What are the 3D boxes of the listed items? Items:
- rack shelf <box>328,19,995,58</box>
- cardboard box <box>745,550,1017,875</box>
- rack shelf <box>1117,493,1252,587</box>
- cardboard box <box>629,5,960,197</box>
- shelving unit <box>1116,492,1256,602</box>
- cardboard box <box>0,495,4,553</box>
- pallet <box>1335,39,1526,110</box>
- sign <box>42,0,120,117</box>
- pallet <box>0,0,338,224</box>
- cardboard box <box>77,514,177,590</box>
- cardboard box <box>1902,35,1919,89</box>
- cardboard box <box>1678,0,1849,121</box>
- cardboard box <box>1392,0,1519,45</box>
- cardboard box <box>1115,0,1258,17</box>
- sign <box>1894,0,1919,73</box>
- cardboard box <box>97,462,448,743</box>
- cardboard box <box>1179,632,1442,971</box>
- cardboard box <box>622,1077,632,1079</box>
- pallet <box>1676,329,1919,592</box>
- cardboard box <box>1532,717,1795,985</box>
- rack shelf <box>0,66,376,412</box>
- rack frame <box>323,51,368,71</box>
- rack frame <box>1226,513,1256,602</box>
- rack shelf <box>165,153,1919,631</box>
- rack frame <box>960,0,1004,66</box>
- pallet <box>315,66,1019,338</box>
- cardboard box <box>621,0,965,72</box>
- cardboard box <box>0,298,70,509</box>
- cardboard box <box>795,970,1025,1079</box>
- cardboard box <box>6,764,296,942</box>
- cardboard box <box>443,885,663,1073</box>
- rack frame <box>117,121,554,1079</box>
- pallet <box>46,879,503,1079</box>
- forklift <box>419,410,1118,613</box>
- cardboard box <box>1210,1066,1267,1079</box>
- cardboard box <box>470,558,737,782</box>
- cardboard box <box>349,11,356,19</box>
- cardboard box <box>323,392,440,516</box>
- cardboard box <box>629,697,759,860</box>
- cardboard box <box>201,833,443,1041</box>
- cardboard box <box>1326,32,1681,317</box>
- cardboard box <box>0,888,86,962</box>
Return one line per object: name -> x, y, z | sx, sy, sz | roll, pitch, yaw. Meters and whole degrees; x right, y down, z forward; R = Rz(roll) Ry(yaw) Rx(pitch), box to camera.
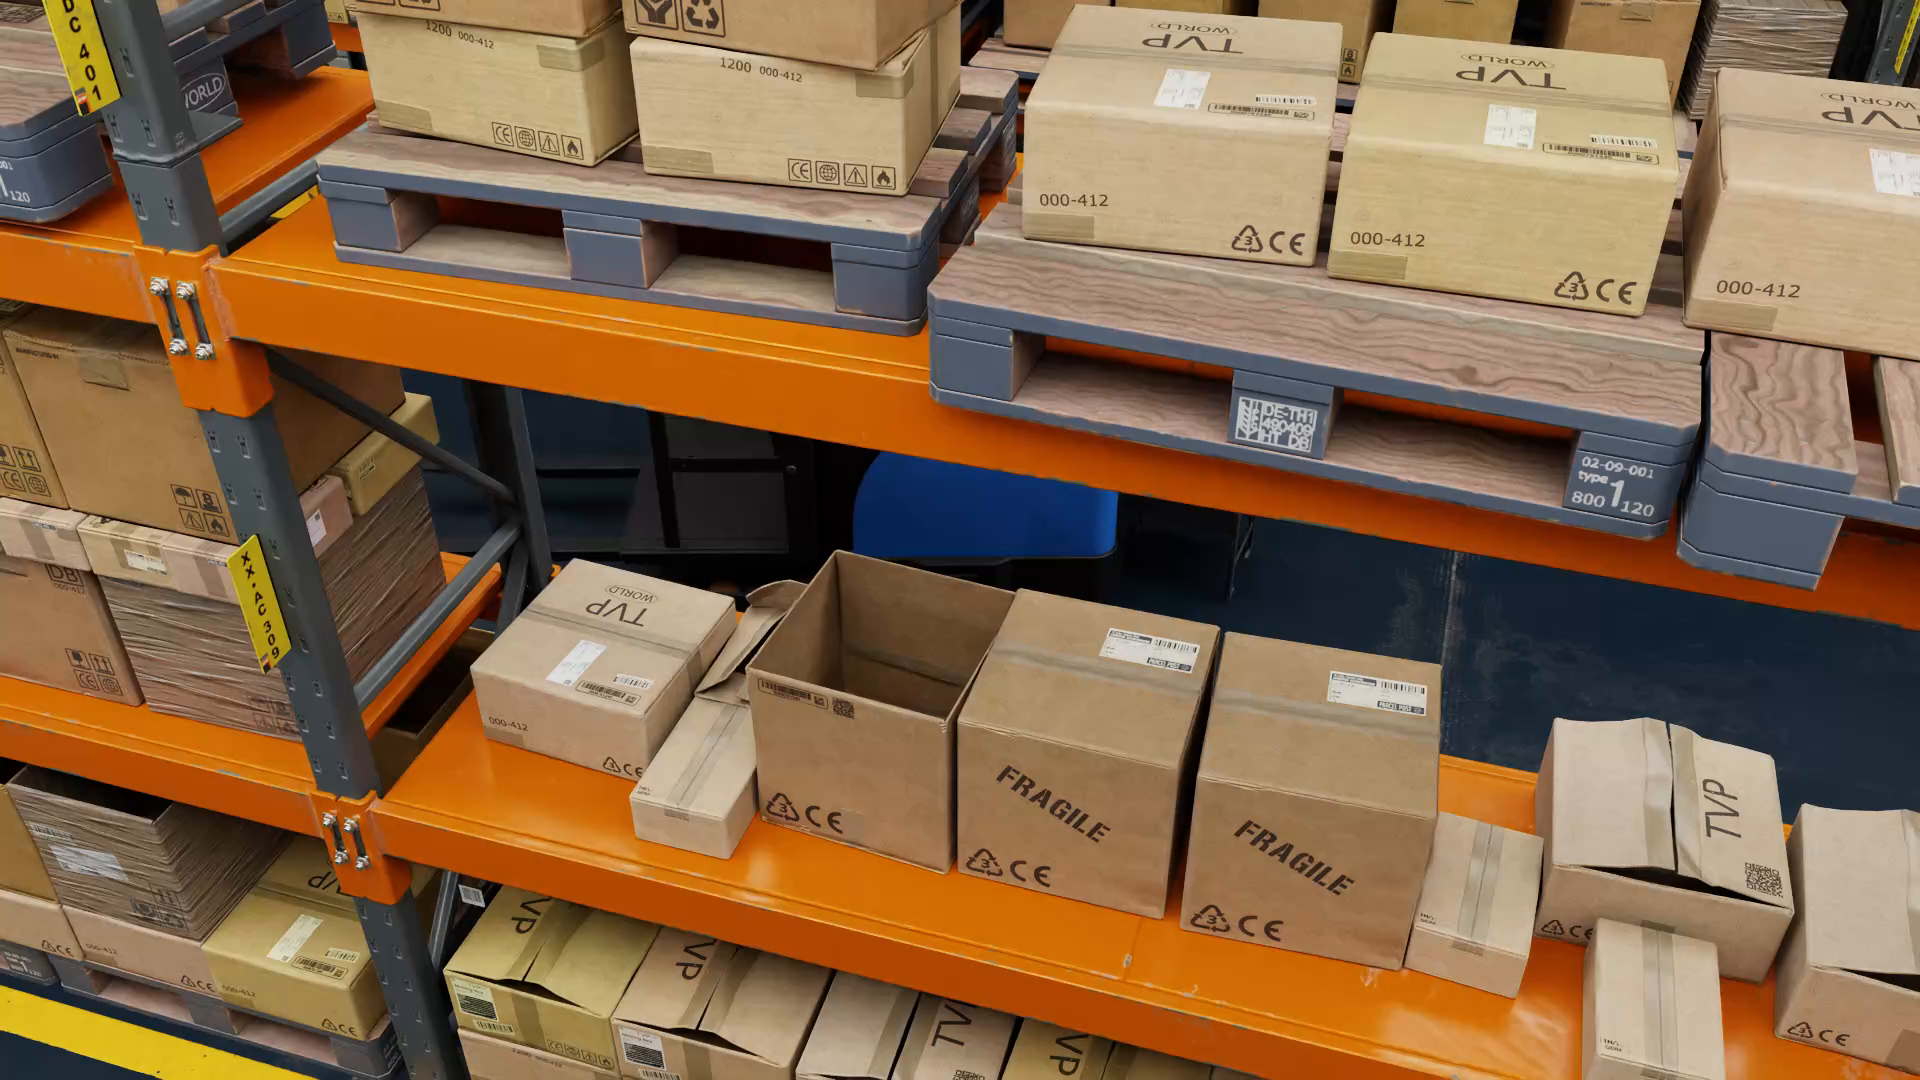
rack shelf -> -1.839, -2.654, 8.933 | 4.000, 0.370, 1.077 | 10, 38, 14
cardboard box -> -0.173, 0.411, 4.077 | 0.500, 0.500, 0.500 | 13, 38, 17
rack shelf -> 0.958, -0.179, 6.926 | 0.480, 0.518, 0.431 | 13, 38, 17
cardboard box -> -0.293, -0.894, 3.176 | 0.500, 0.250, 0.500 | 7, 37, 9
shelving unit -> 0.958, -0.754, 6.503 | 0.503, 2.100, 0.431 | 13, 38, 17
cardboard box -> -2.464, -0.151, 4.293 | 0.250, 0.149, 0.380 | 10, 38, 14
pallet -> 1.986, -2.133, 7.779 | 1.213, 0.211, 1.003 | 10, 38, 14
sign -> -1.568, -0.921, 2.937 | 0.005, 0.325, 0.100 | 10, 38, 14
pallet -> -2.226, -1.096, 3.752 | 1.213, 0.211, 1.003 | 10, 38, 14
cardboard box -> -1.963, -0.060, 4.170 | 0.250, 0.149, 0.380 | 10, 37, 13
cardboard box -> 4.417, -2.117, 7.244 | 0.500, 0.500, 0.500 | 11, 38, 14
cardboard box -> 3.436, -2.178, 7.224 | 0.500, 0.500, 0.700 | 6, 37, 8
cardboard box -> 2.240, -2.386, 7.506 | 0.500, 0.500, 0.700 | 10, 38, 14
cardboard box -> 1.077, -2.596, 7.791 | 0.500, 0.500, 0.700 | 14, 39, 19
sign -> 3.735, -2.009, 6.539 | 0.005, 0.325, 0.100 | 10, 38, 14
cardboard box -> -1.829, 0.098, 4.502 | 0.500, 0.500, 0.700 | 10, 37, 13
cardboard box -> 0.808, 0.592, 3.830 | 0.500, 0.500, 0.500 | 9, 37, 11
cardboard box -> -0.605, 1.454, 4.710 | 0.500, 0.250, 0.500 | 11, 38, 15
pallet -> 1.740, -0.281, 2.731 | 1.003, 0.211, 1.213 | 12, 38, 16
cardboard box -> 1.618, 0.688, 3.860 | 0.500, 0.311, 0.500 | 10, 38, 13
rack shelf -> -3.313, -1.059, 4.235 | 4.000, 0.370, 1.077 | 10, 38, 14
rack frame -> -3.748, -3.298, 9.200 | 0.127, 3.000, 1.000 | 10, 38, 14
rack frame -> 1.184, -0.700, 6.430 | 0.015, 2.100, 0.400 | 13, 38, 17
rack shelf -> 0.505, -0.352, 3.274 | 4.000, 0.370, 1.077 | 10, 38, 14
rack frame -> 0.070, -2.591, 8.239 | 0.127, 3.000, 1.000 | 10, 38, 14
pallet -> -0.558, -0.770, 3.396 | 1.217, 0.209, 0.805 | 9, 37, 12
cardboard box -> -0.276, -1.187, 2.941 | 0.500, 0.500, 0.500 | 14, 39, 18
cardboard box -> -2.312, -0.513, 4.238 | 0.500, 0.500, 0.700 | 10, 38, 14
cardboard box -> -0.113, 1.322, 4.416 | 0.500, 0.311, 0.500 | 9, 37, 12
cardboard box -> -2.385, 0.796, 4.971 | 0.500, 0.500, 0.500 | 10, 38, 14
cardboard box -> -1.084, 1.139, 4.664 | 0.500, 0.311, 0.500 | 11, 38, 14
rack frame -> -1.404, 0.213, 4.430 | 0.127, 3.000, 1.000 | 10, 38, 14
pallet -> -2.150, 1.172, 5.480 | 1.213, 0.211, 1.003 | 10, 38, 14
forklift -> -0.881, -1.162, 6.356 | 3.031, 2.935, 1.130 | 0, 36, 0
cardboard box -> 0.862, 1.500, 4.174 | 0.500, 0.311, 0.500 | 10, 38, 14
cardboard box -> -0.921, 0.336, 4.390 | 0.500, 0.250, 0.500 | 13, 38, 17
cardboard box -> -2.877, -2.896, 8.763 | 0.500, 0.250, 0.500 | 9, 37, 12
cardboard box -> -1.602, -0.246, 4.422 | 0.250, 0.149, 0.380 | 10, 38, 14
cardboard box -> -0.619, 0.586, 4.135 | 0.250, 0.149, 0.380 | 10, 38, 14
cardboard box -> -1.912, 1.193, 5.064 | 0.500, 0.250, 0.500 | 10, 38, 14
cardboard box -> 0.916, -0.635, 2.824 | 0.500, 0.250, 0.500 | 10, 37, 13
cardboard box -> -2.867, 1.019, 5.301 | 0.500, 0.250, 0.500 | 10, 38, 14
